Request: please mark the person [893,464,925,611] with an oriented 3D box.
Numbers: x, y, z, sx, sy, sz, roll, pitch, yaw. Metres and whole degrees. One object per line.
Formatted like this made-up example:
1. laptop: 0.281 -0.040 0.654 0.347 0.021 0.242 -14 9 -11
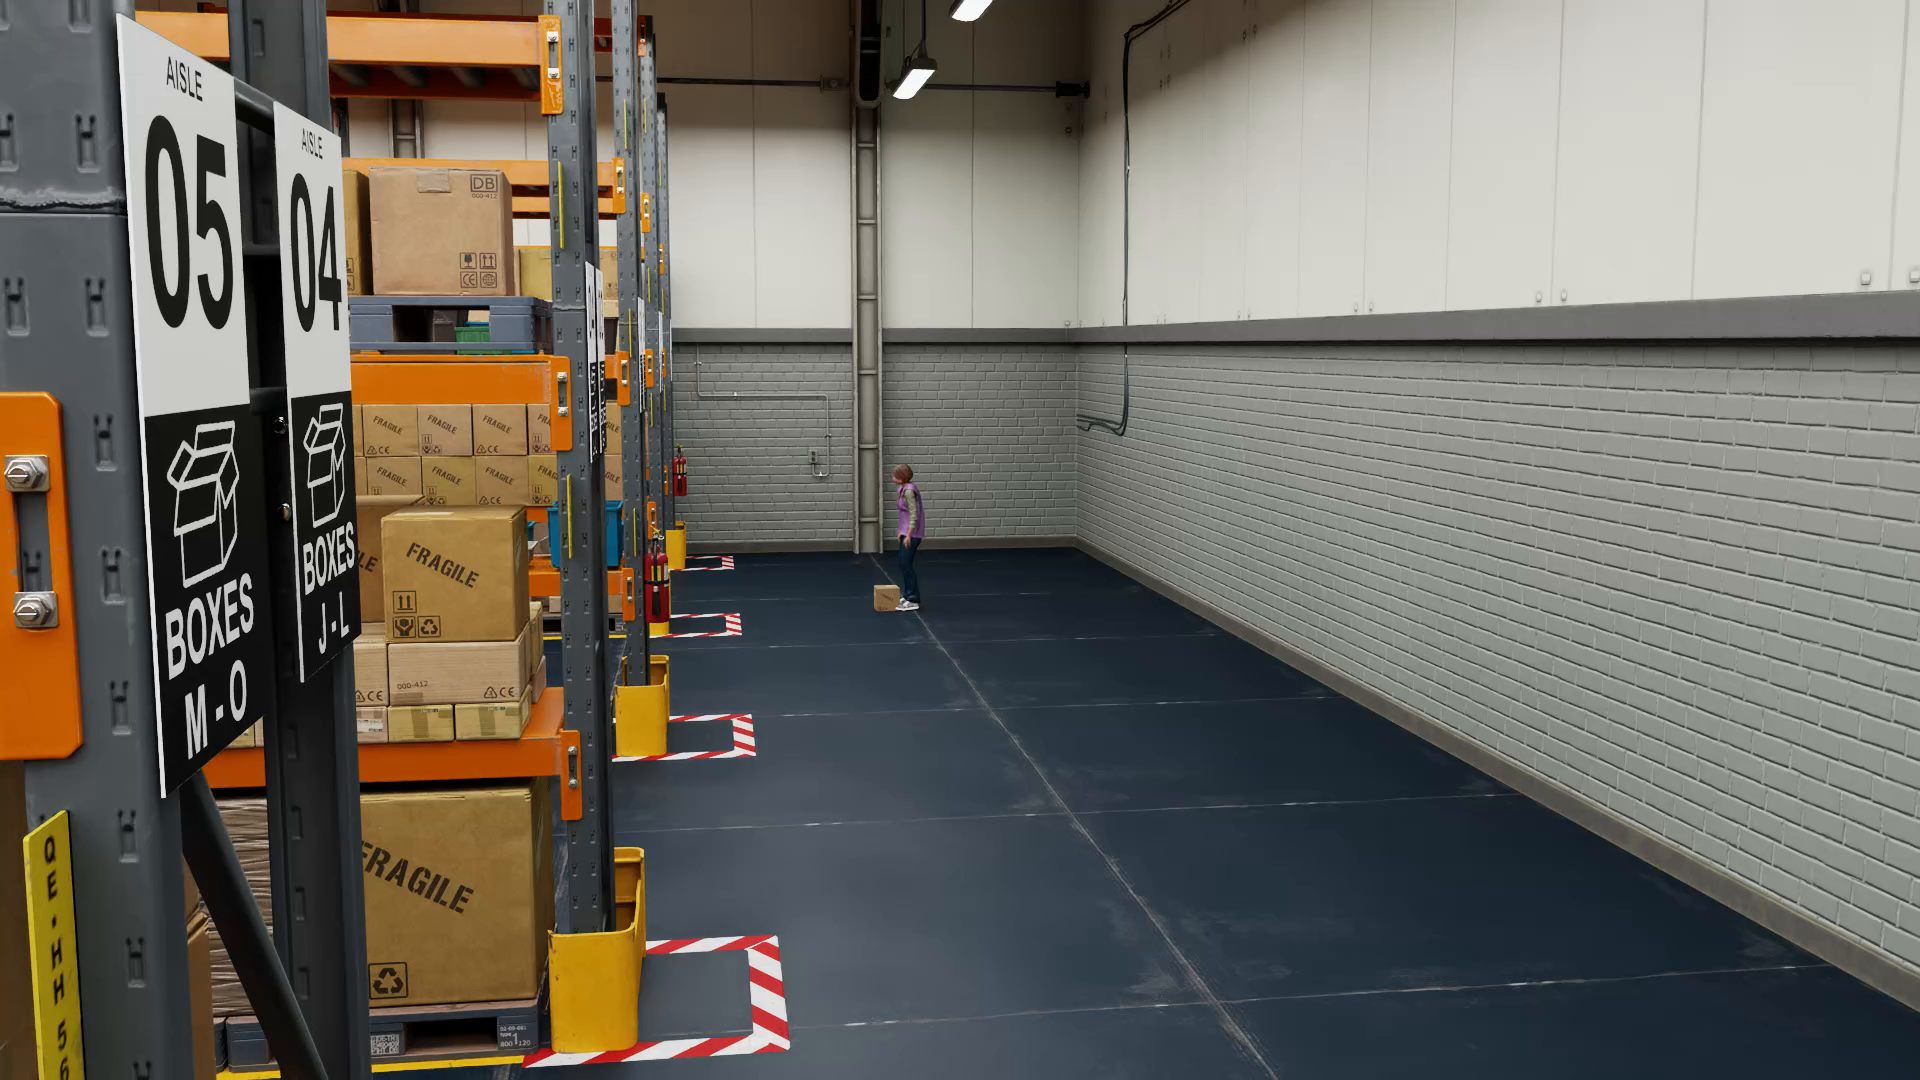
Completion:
1. person: -0.565 -0.038 18.096 0.340 1.594 0.483 -1 7 -11
